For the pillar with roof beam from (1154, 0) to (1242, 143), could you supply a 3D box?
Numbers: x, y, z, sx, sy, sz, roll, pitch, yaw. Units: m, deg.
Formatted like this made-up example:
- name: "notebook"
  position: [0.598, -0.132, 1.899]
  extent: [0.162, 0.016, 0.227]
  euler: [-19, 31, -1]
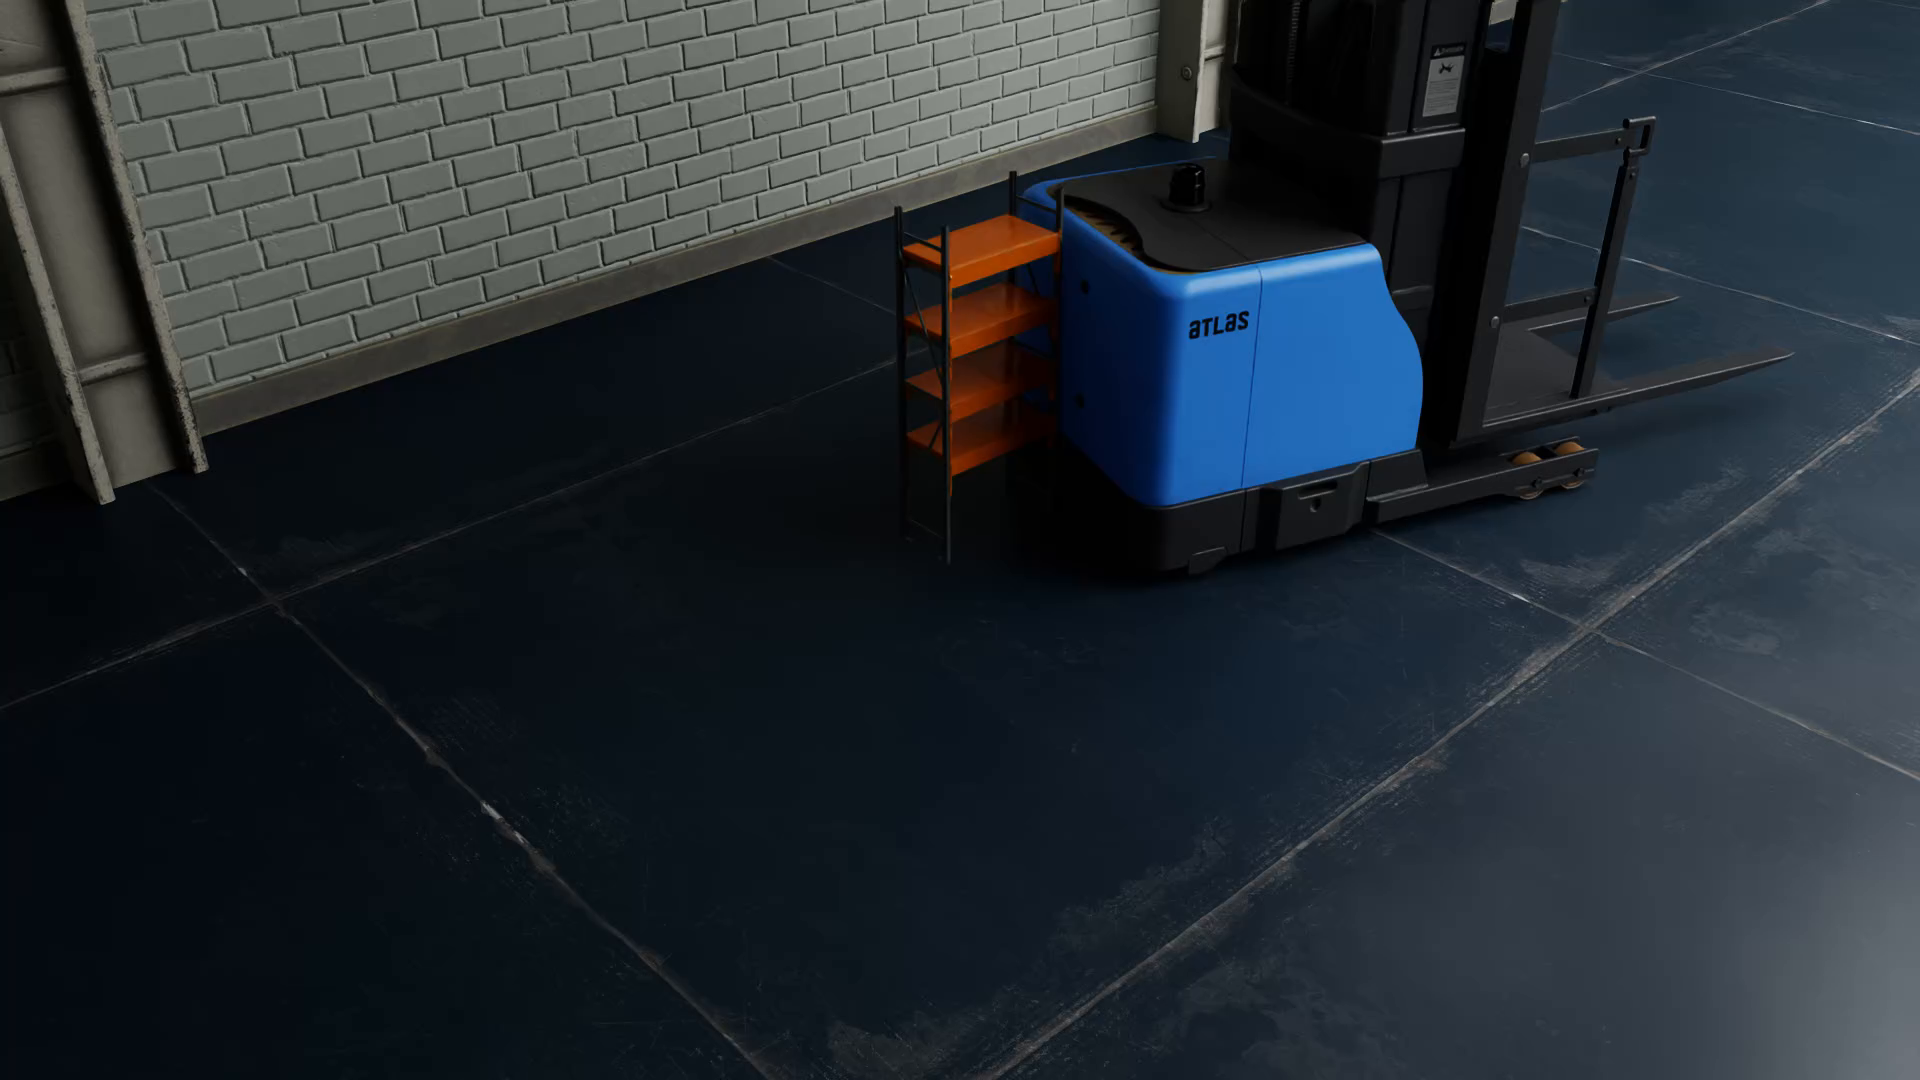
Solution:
- name: "pillar with roof beam"
  position: [4.287, -4.573, 4.603]
  extent: [0.400, 9.000, 9.100]
  euler: [-26, 40, -35]

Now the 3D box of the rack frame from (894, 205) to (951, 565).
- name: "rack frame"
  position: [-0.118, -0.475, 5.377]
  extent: [0.015, 1.200, 0.240]
  euler: [-25, 39, -35]

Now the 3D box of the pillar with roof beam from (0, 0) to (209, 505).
- name: "pillar with roof beam"
  position: [-0.113, -2.445, 1.123]
  extent: [0.400, 9.000, 9.100]
  euler: [-26, 40, -35]

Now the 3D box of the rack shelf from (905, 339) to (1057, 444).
- name: "rack shelf"
  position: [0.064, -0.503, 5.551]
  extent: [0.480, 0.148, 0.258]
  euler: [-25, 39, -35]

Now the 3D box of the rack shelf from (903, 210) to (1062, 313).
- name: "rack shelf"
  position: [0.064, -0.895, 5.311]
  extent: [0.480, 0.148, 0.258]
  euler: [-25, 39, -35]

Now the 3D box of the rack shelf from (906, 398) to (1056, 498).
- name: "rack shelf"
  position: [0.064, -0.333, 5.655]
  extent: [0.480, 0.148, 0.258]
  euler: [-25, 39, -35]

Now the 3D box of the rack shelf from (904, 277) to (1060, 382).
- name: "rack shelf"
  position: [0.064, -0.694, 5.434]
  extent: [0.480, 0.148, 0.258]
  euler: [-25, 39, -35]

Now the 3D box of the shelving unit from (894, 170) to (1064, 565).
- name: "shelving unit"
  position: [0.064, -0.560, 5.516]
  extent: [0.503, 1.200, 0.258]
  euler: [-25, 39, -35]

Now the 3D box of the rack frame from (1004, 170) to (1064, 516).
- name: "rack frame"
  position: [0.246, -0.645, 5.655]
  extent: [0.015, 1.200, 0.240]
  euler: [-25, 39, -35]

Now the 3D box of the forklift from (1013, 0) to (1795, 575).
- name: "forklift"
  position: [1.758, -1.635, 5.613]
  extent: [3.031, 2.935, 1.130]
  euler: [-13, 34, -20]
